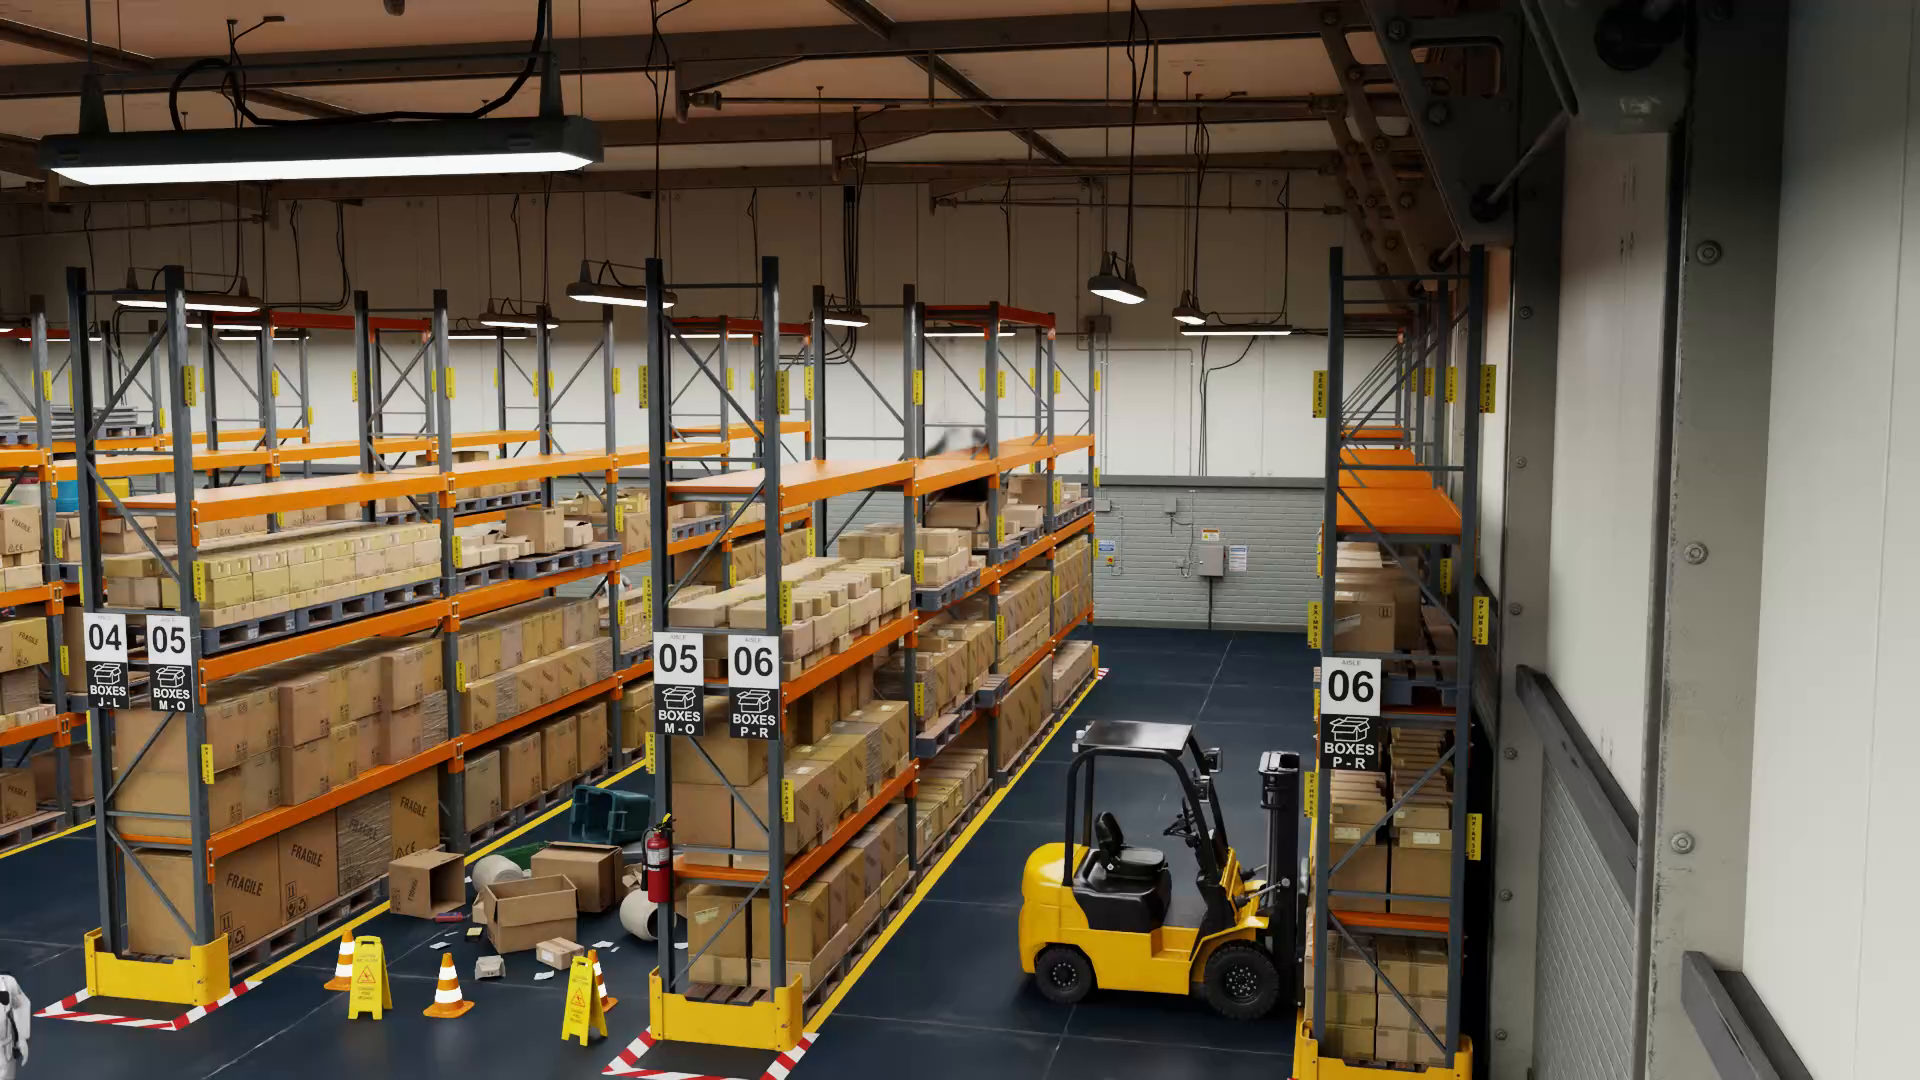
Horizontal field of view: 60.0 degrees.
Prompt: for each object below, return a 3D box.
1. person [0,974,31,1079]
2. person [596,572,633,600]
[{"bbox_3d":[-6.107,3.278,10.375,0.623,1.670,0.813,-5,7,-39],"label":"person"},{"bbox_3d":[-6.263,1.231,30.590,0.830,1.688,0.670,-3,6,-24],"label":"person"}]
